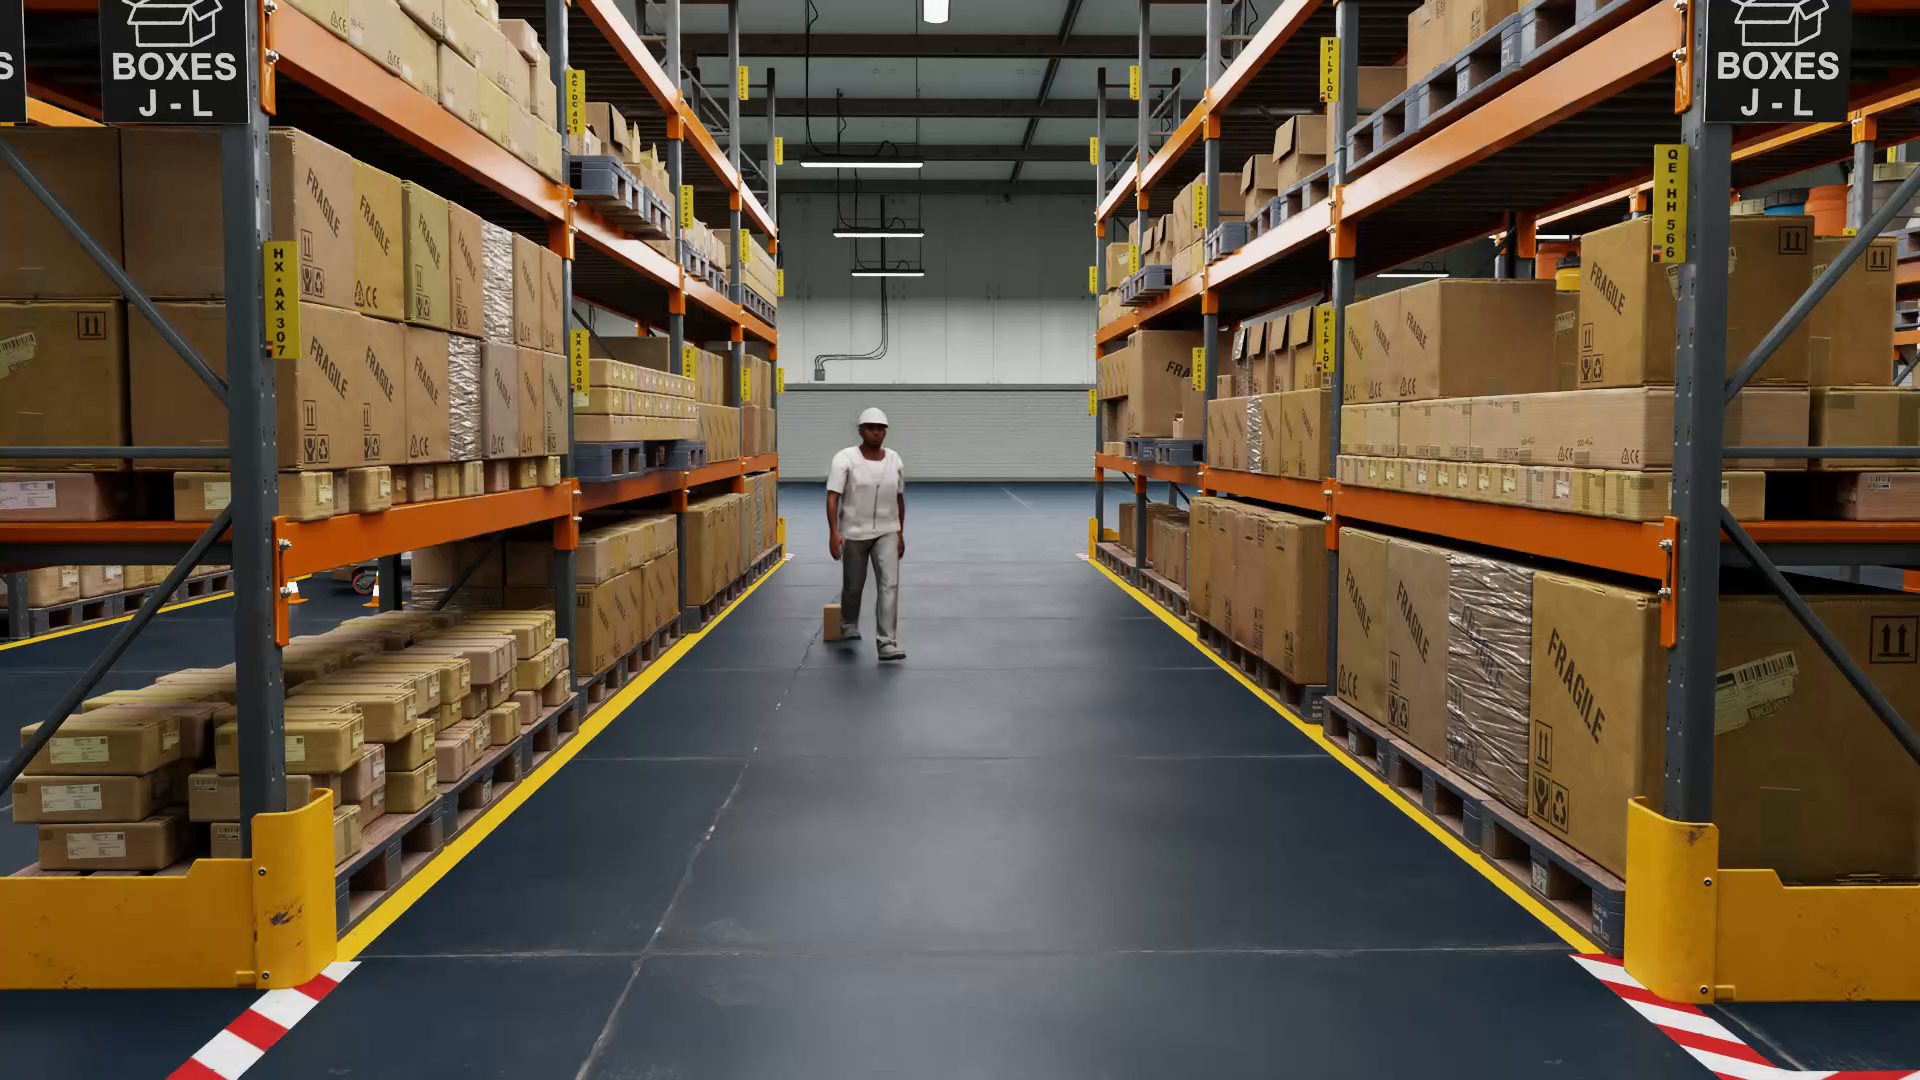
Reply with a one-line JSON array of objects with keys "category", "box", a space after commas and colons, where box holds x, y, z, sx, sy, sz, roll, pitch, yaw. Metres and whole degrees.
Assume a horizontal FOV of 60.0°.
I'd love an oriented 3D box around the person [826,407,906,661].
[{"category": "person", "box": [-0.644, -0.051, 11.501, 0.597, 1.725, 1.045, -1, 4, -16]}]
